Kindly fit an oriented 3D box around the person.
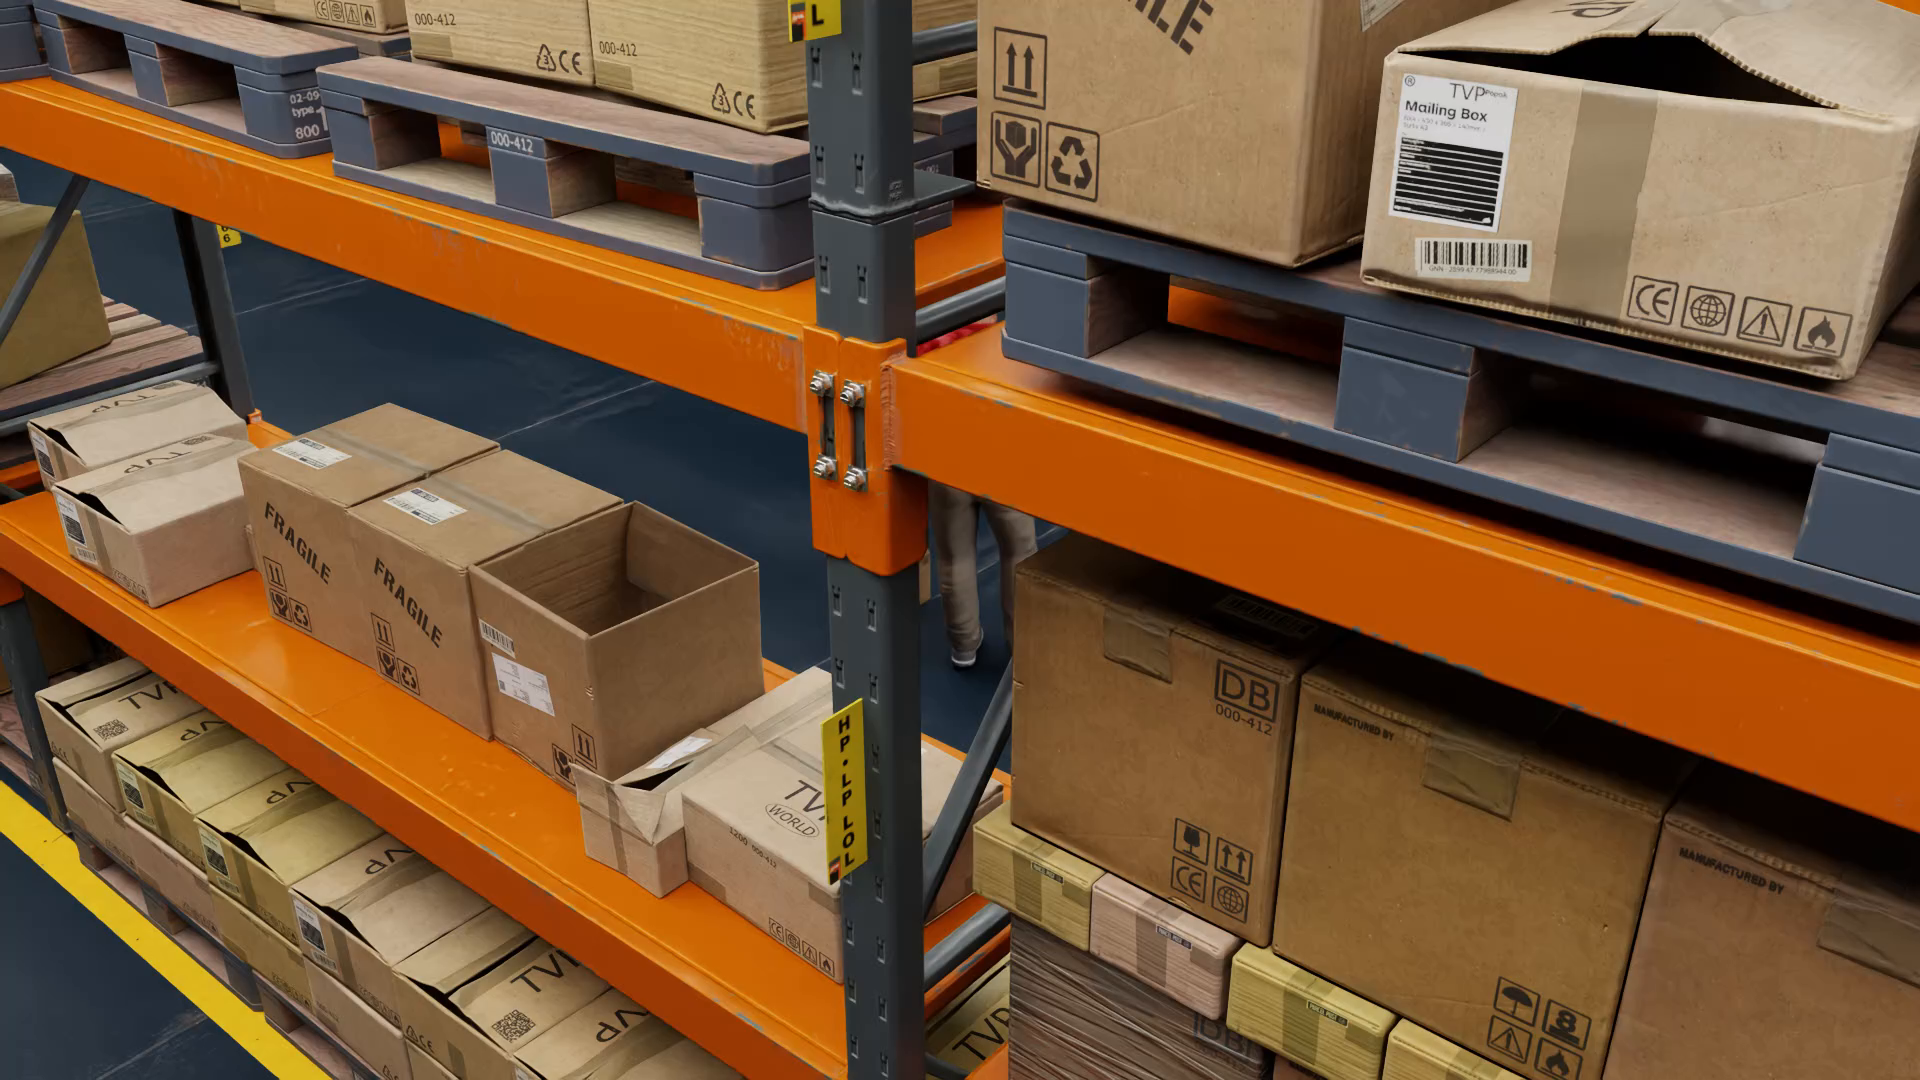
[{"bbox_3d":[0.108,-0.276,6.675,0.638,1.745,0.385,2,27,4],"label":"person"}]
